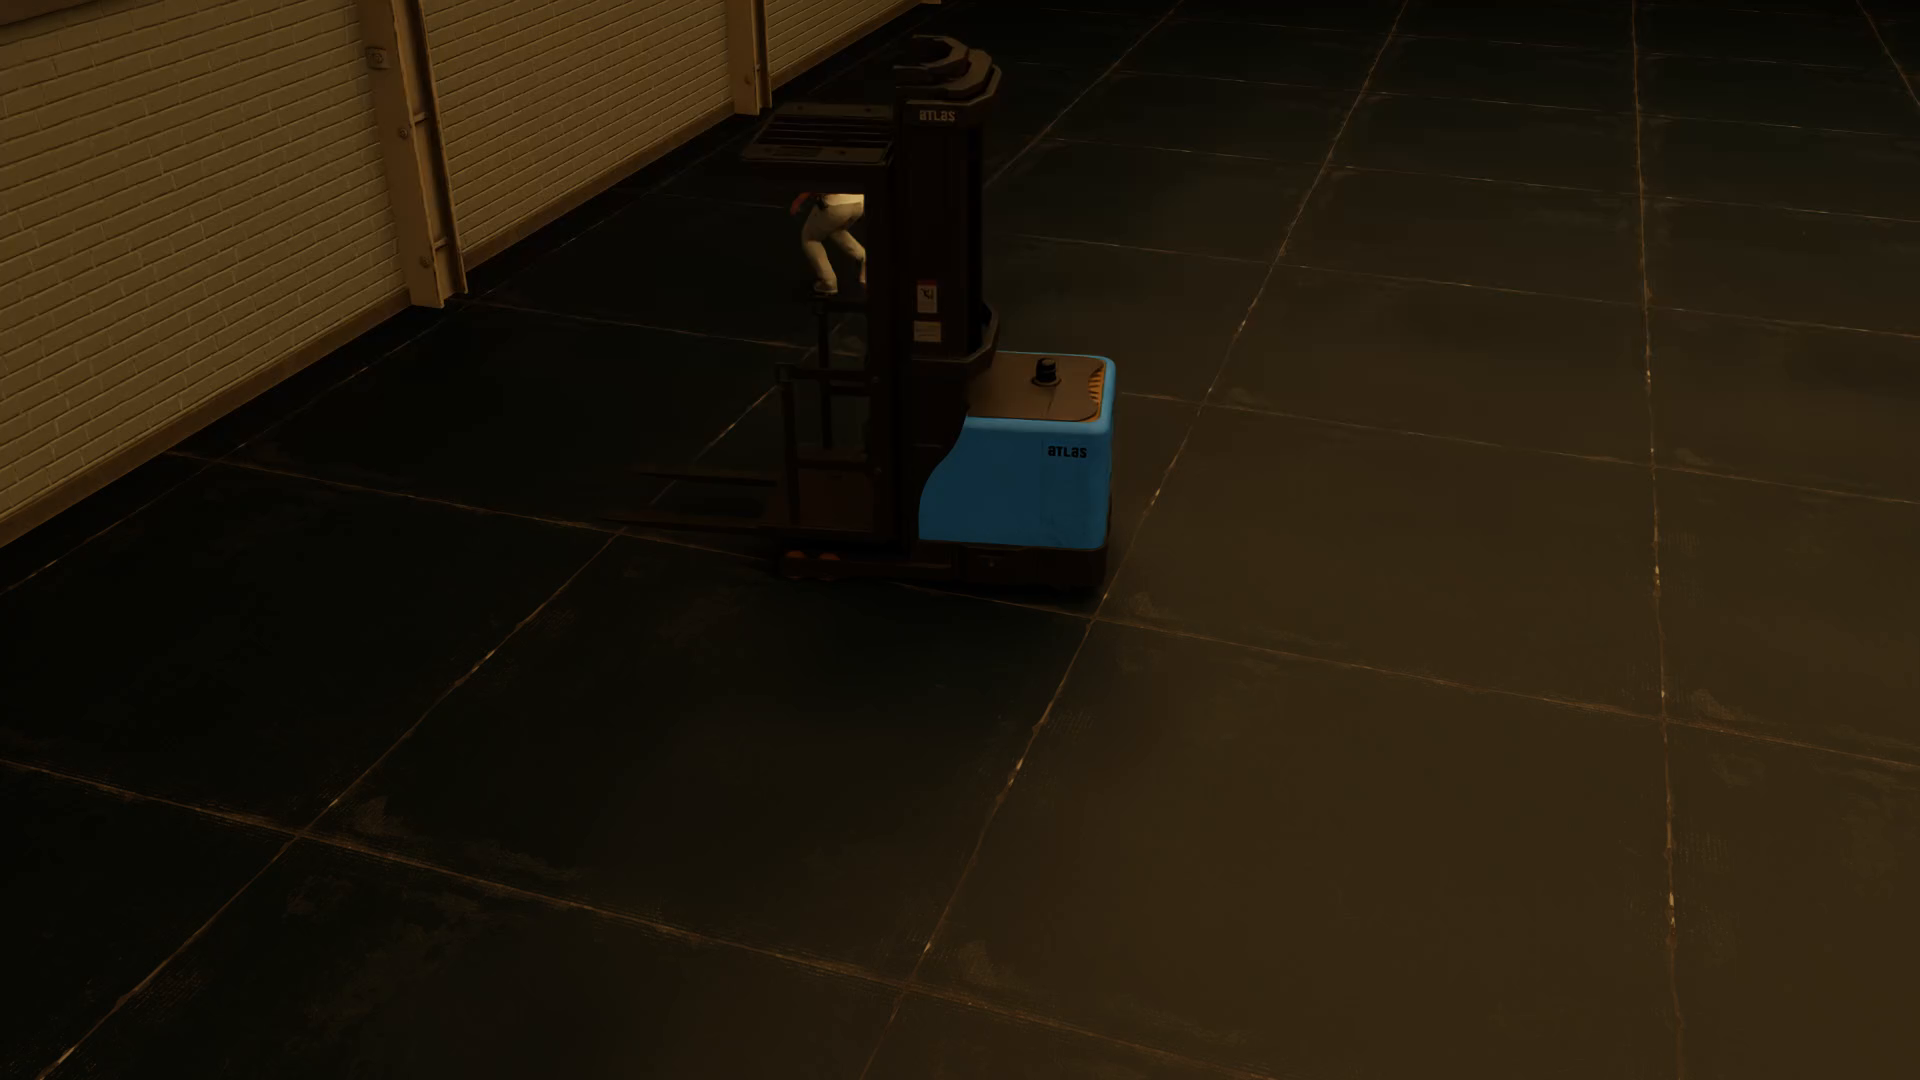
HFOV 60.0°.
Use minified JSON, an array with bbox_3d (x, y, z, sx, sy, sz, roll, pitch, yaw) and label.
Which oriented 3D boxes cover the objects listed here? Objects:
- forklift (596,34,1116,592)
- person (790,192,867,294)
[{"bbox_3d":[-0.623,-1.286,9.392,3.031,2.935,1.130,4,30,6],"label":"forklift"},{"bbox_3d":[-0.990,-2.751,13.483,0.510,1.508,0.884,16,33,26],"label":"person"}]
